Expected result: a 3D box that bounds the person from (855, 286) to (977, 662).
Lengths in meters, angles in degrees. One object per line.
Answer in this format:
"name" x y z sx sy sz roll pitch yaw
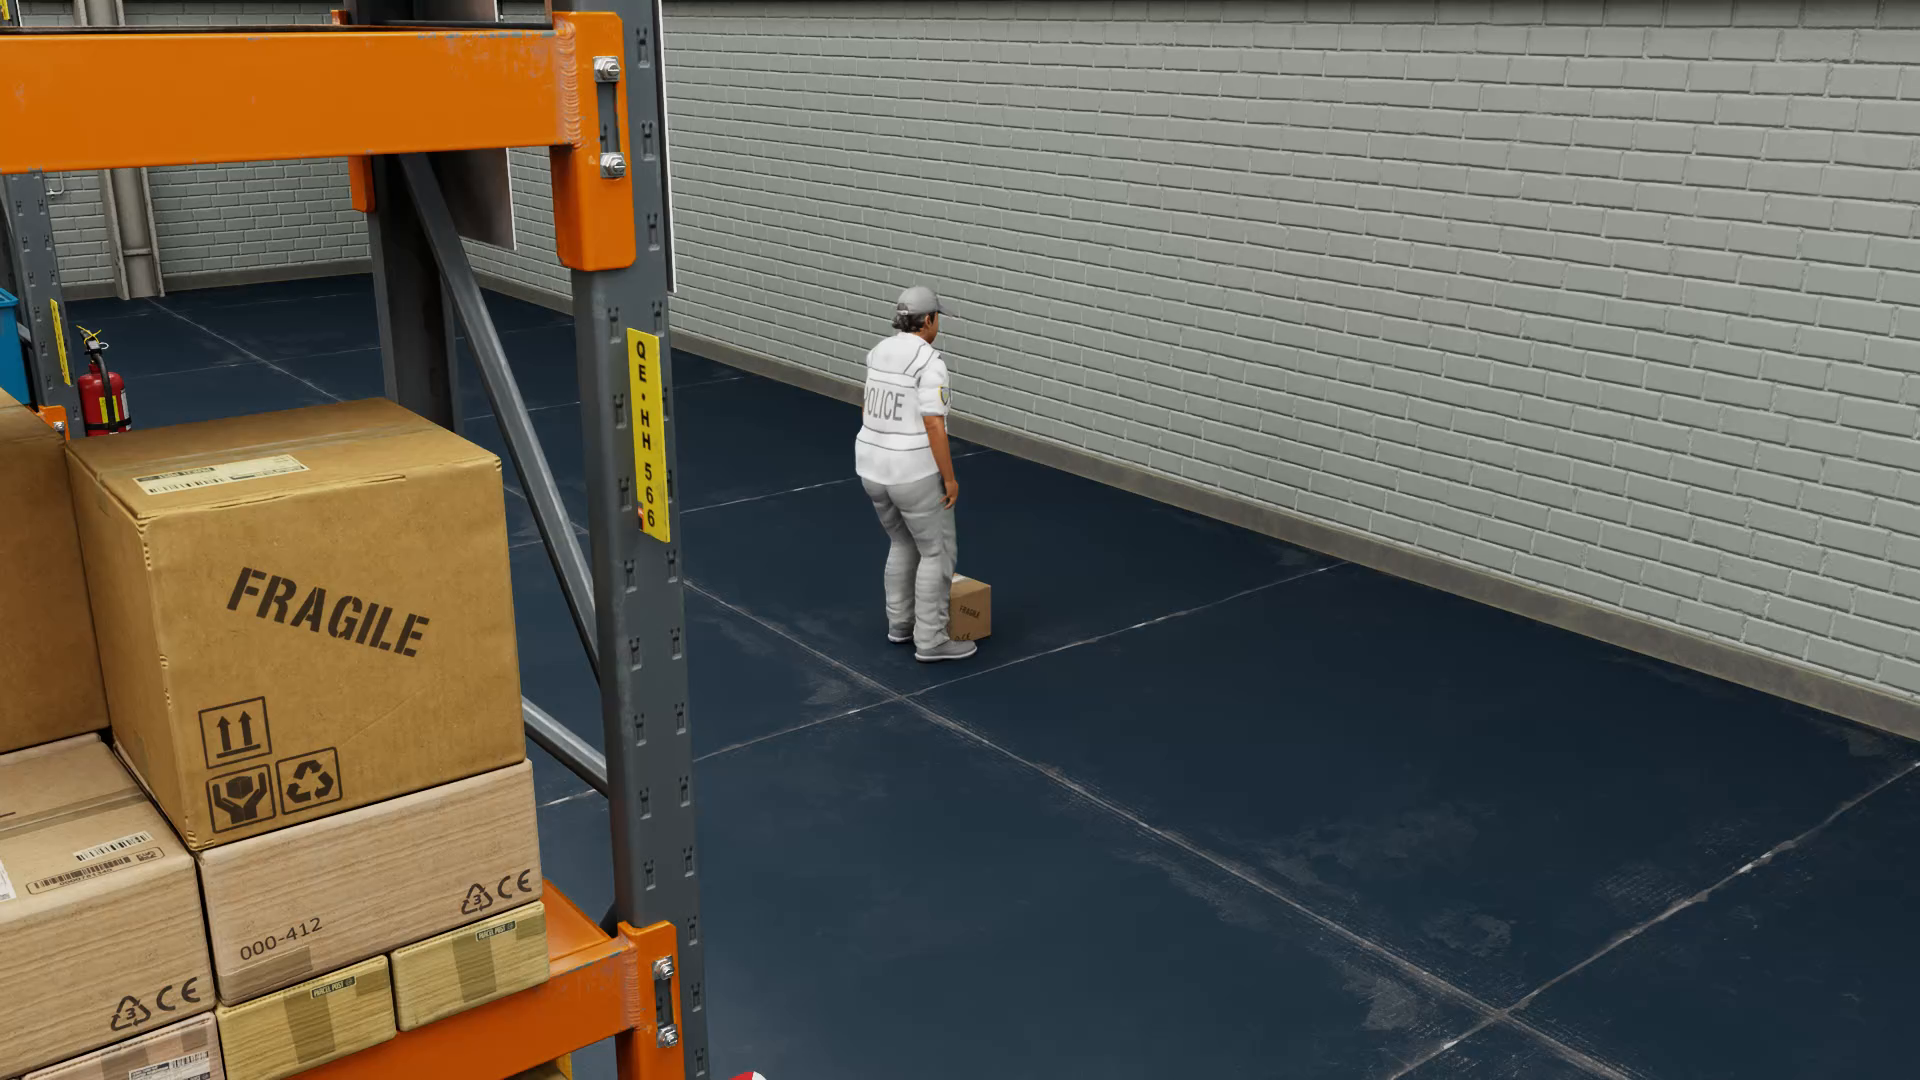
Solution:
"person" -0.199 -0.301 7.481 0.470 1.665 0.560 -15 23 -39
